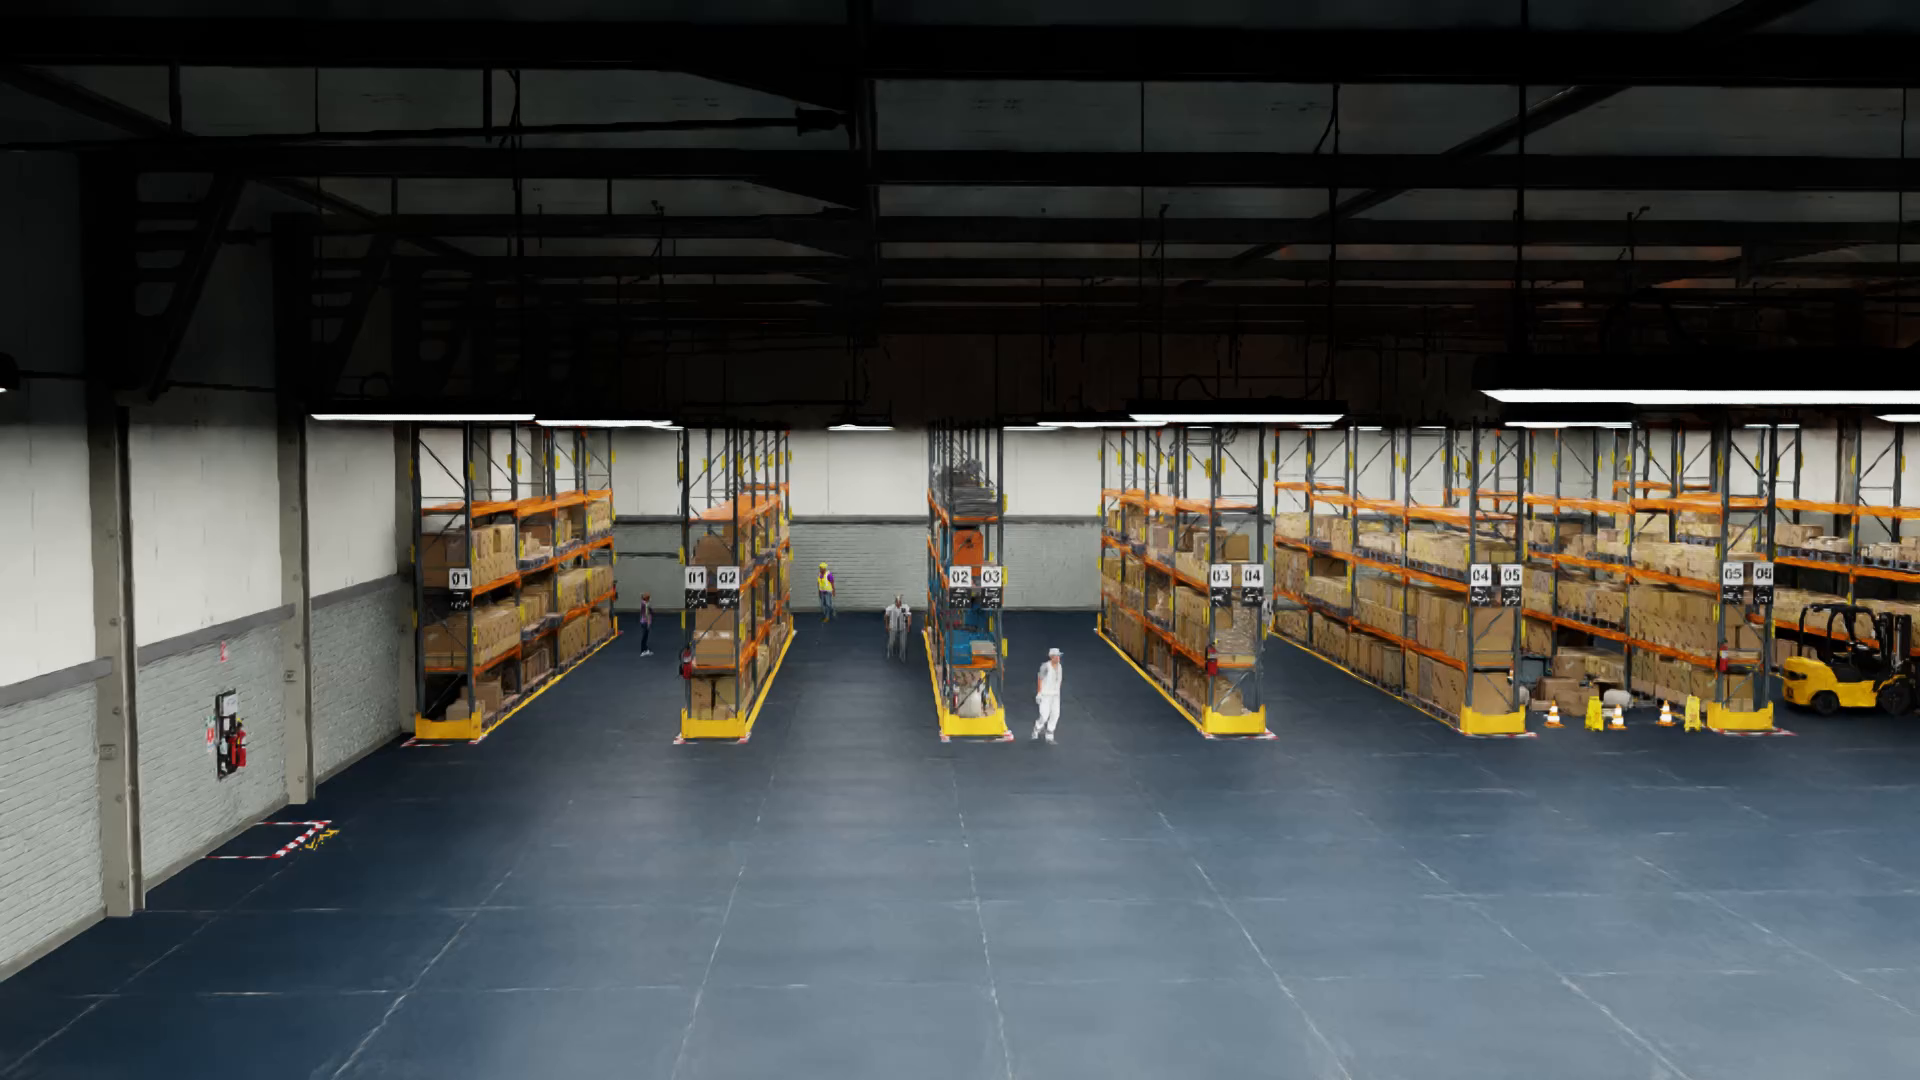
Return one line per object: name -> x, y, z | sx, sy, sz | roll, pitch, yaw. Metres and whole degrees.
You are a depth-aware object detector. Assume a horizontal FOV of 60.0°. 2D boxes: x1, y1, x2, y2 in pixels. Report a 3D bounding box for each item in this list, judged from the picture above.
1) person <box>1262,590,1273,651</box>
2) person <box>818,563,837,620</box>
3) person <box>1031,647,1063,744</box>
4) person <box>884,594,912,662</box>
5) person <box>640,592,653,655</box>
person -> 7.941, 2.074, 43.451 | 0.488, 1.590, 1.079 | 0, 4, -5
person -> -4.043, 1.558, 50.494 | 0.615, 1.759, 0.573 | 3, 5, 34
person -> 1.607, 2.845, 30.542 | 0.589, 1.777, 0.577 | -3, 5, -37
person -> -1.543, 2.178, 41.283 | 0.682, 1.715, 0.528 | 0, 4, -4
person -> -8.037, 2.127, 42.621 | 0.347, 1.600, 0.533 | -2, 4, -23
